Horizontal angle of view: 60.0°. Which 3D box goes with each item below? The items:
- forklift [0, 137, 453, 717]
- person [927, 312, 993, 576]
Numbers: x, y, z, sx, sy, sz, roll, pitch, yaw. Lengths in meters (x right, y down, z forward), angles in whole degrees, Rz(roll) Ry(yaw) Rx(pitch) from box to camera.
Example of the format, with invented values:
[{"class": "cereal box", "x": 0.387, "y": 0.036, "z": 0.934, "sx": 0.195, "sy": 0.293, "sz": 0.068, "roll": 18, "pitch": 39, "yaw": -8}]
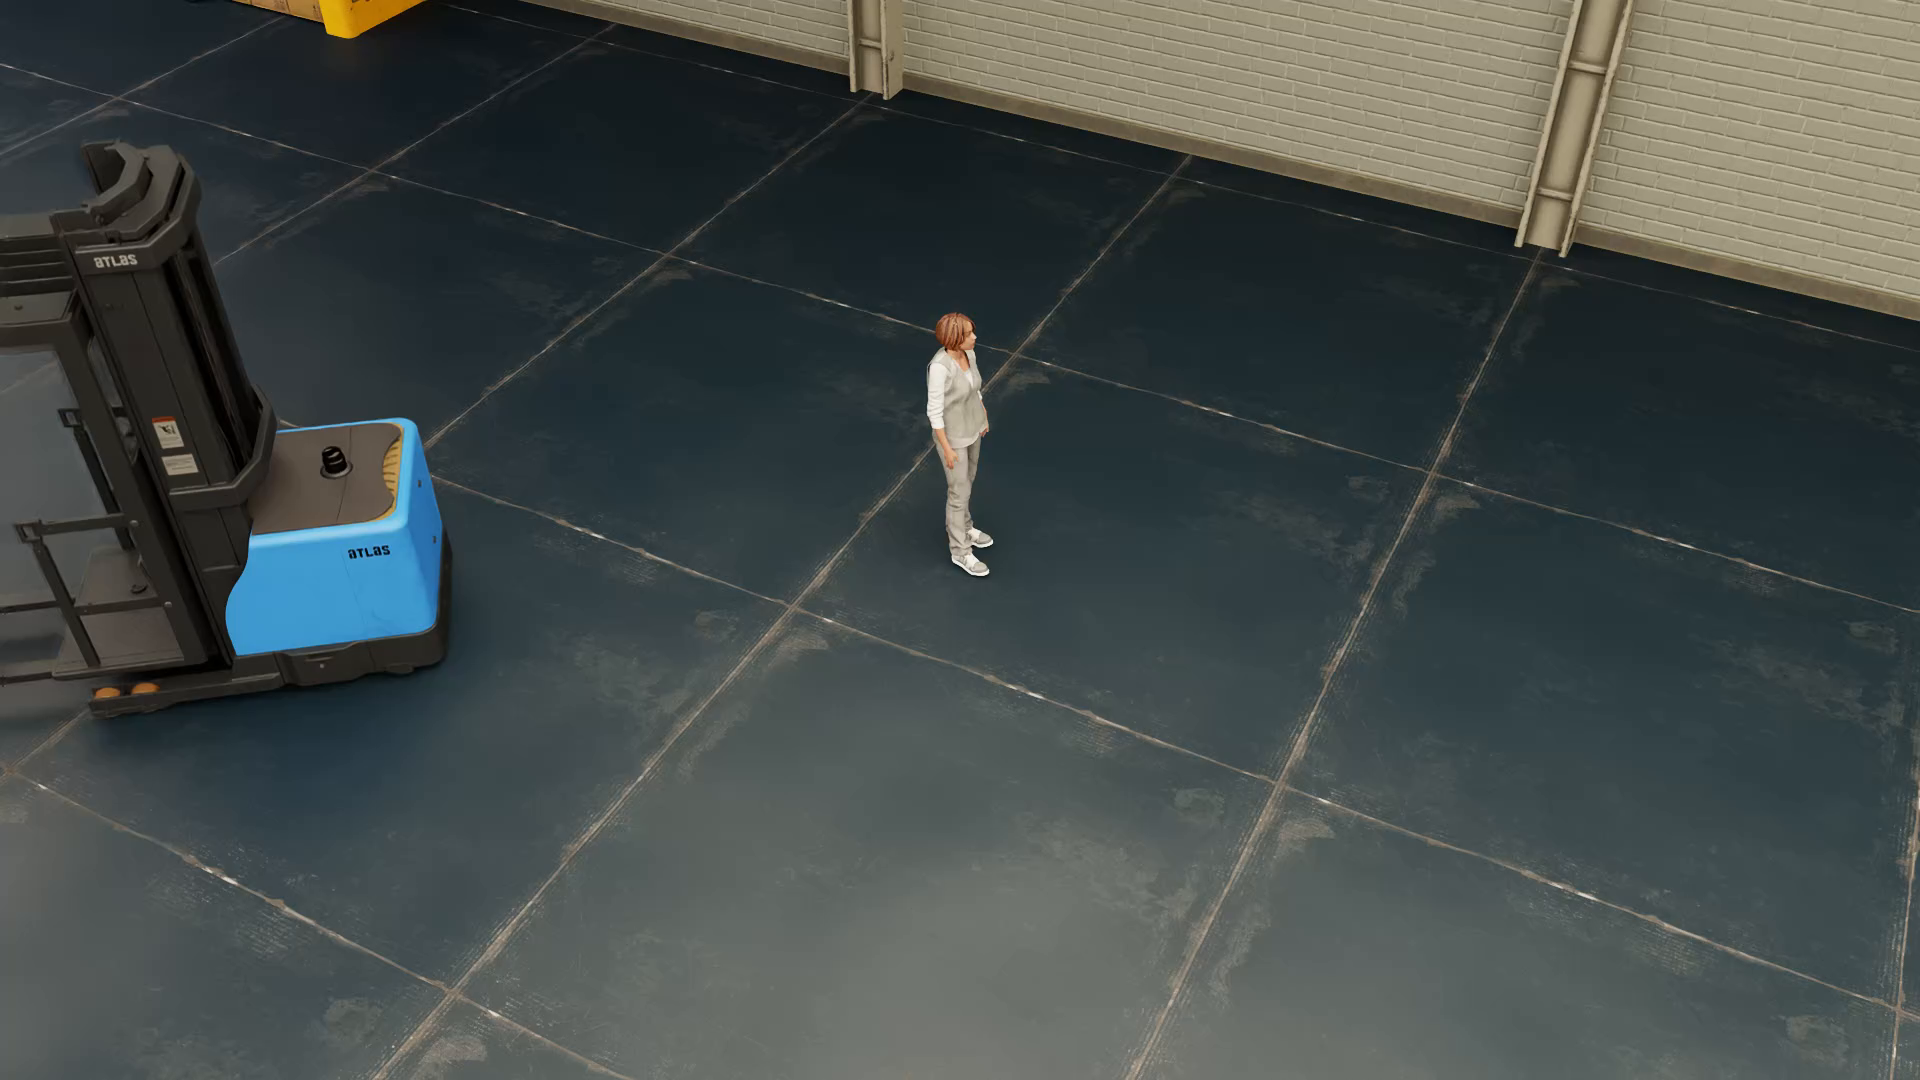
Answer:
[{"class": "forklift", "x": -4.470, "y": -0.521, "z": 8.605, "sx": 3.031, "sy": 2.935, "sz": 1.130, "roll": -7, "pitch": 41, "yaw": -8}, {"class": "person", "x": 0.060, "y": -0.586, "z": 9.706, "sx": 0.473, "sy": 1.599, "sz": 0.520, "roll": 18, "pitch": 43, "yaw": 21}]
